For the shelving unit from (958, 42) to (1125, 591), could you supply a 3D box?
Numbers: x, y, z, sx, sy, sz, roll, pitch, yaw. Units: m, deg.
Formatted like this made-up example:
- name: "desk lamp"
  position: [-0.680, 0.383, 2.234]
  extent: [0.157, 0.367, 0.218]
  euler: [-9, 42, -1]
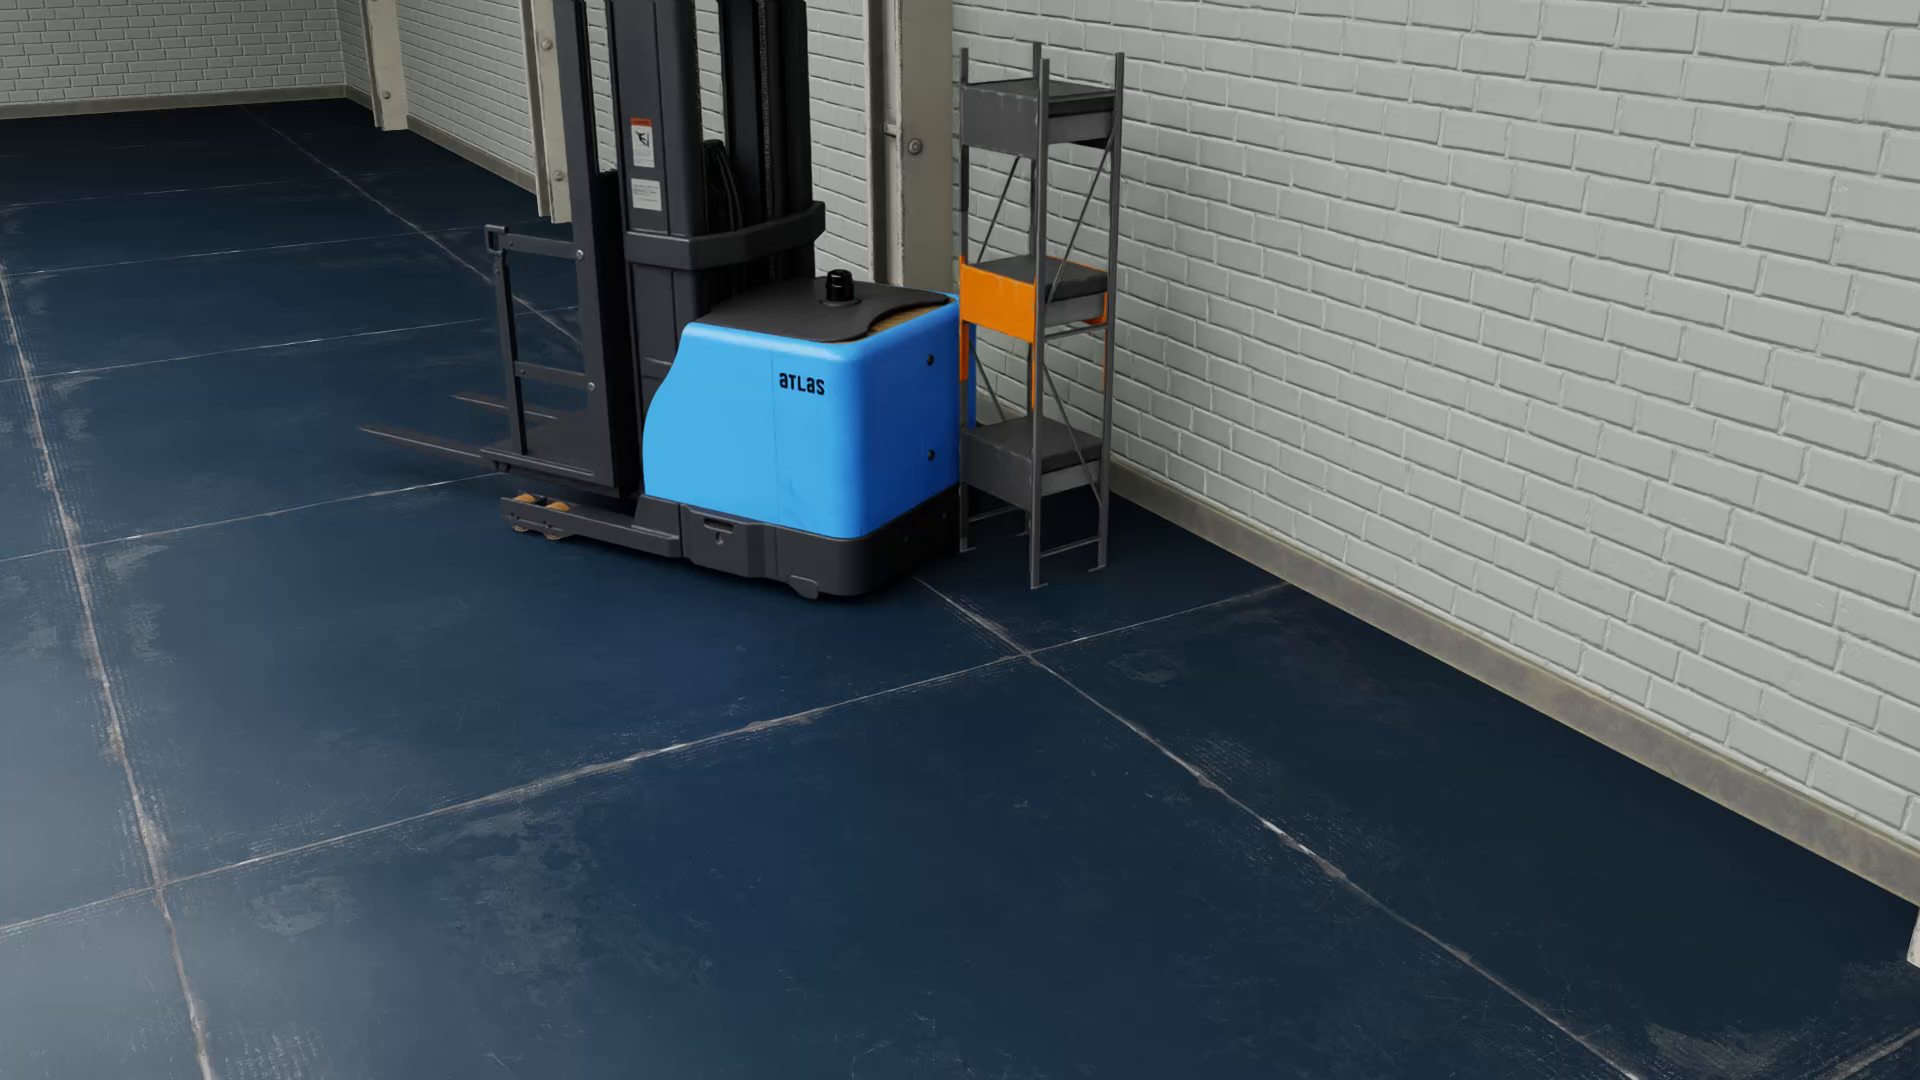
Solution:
- name: "shelving unit"
  position: [0.307, -0.885, 6.699]
  extent: [0.431, 2.100, 0.503]
  euler: [-16, 27, -34]

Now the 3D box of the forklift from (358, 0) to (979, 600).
- name: "forklift"
  position: [-1.447, -1.513, 7.141]
  extent: [3.031, 2.935, 1.130]
  euler: [13, 25, 28]

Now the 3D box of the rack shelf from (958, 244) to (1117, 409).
- name: "rack shelf"
  position: [0.307, -0.872, 6.704]
  extent: [0.431, 0.518, 0.480]
  euler: [-16, 27, -34]

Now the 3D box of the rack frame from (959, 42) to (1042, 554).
- name: "rack frame"
  position: [0.160, -0.958, 6.880]
  extent: [0.400, 2.100, 0.015]
  euler: [-16, 27, -34]

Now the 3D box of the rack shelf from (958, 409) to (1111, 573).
- name: "rack shelf"
  position: [0.307, -0.223, 6.968]
  extent: [0.431, 0.518, 0.480]
  euler: [-16, 27, -34]

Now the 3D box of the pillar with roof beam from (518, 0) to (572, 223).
- name: "pillar with roof beam"
  position: [-7.033, -6.053, 10.252]
  extent: [9.100, 9.000, 0.400]
  euler: [-13, 25, -28]

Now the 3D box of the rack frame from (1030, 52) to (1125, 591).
- name: "rack frame"
  position: [0.453, -0.811, 6.519]
  extent: [0.400, 2.100, 0.015]
  euler: [-16, 27, -34]

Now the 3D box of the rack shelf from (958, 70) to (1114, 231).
- name: "rack shelf"
  position: [0.307, -1.520, 6.441]
  extent: [0.431, 0.518, 0.480]
  euler: [-16, 27, -34]

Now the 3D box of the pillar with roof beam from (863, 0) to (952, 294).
- name: "pillar with roof beam"
  position: [-3.968, -4.110, 5.474]
  extent: [9.100, 9.000, 0.400]
  euler: [-13, 25, -28]

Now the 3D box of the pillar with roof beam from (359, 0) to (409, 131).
- name: "pillar with roof beam"
  position: [-10.098, -7.995, 15.031]
  extent: [9.100, 9.000, 0.400]
  euler: [-13, 25, -28]
